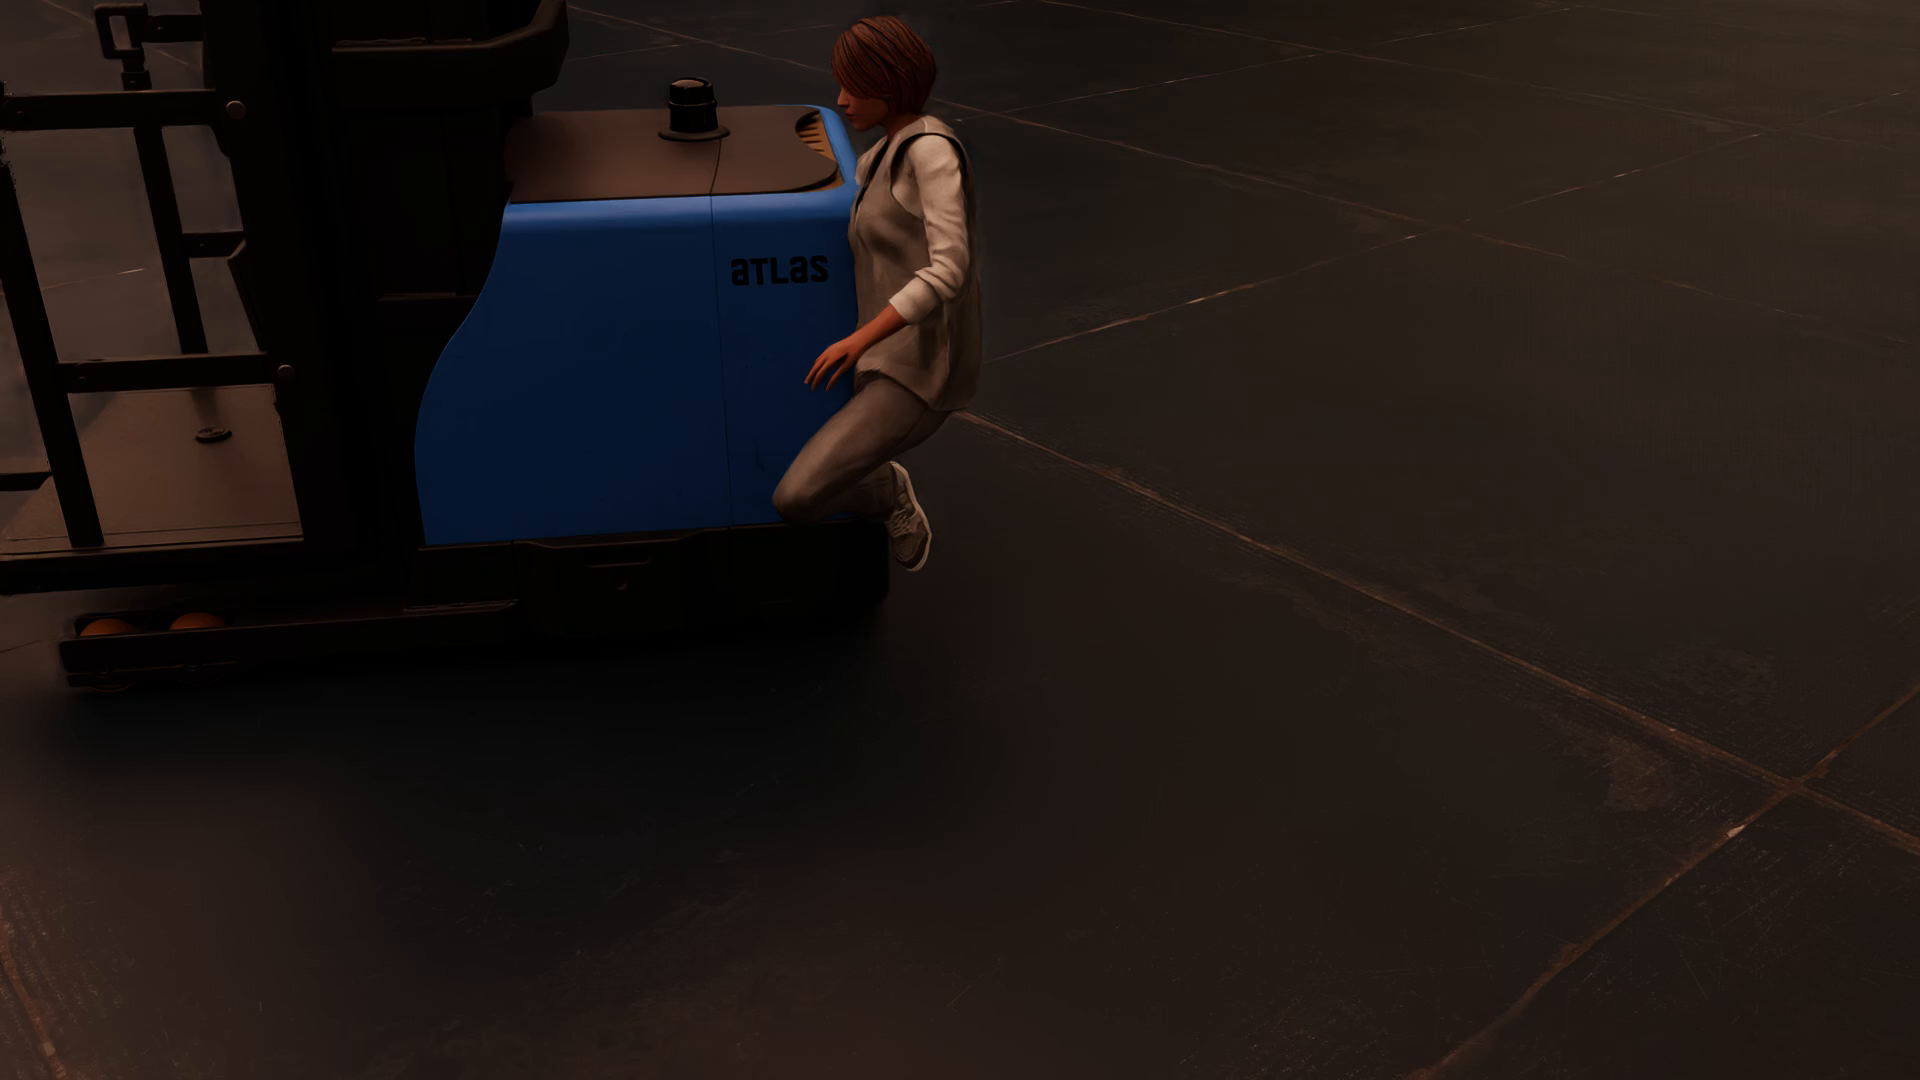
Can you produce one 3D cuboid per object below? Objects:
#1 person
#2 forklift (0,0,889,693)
[{"bbox_3d":[-0.317,-0.426,3.738,0.662,1.425,0.694,-8,27,-16],"label":"person"},{"bbox_3d":[-1.736,-1.215,3.653,3.031,2.935,1.130,-4,27,-8],"label":"forklift"}]
